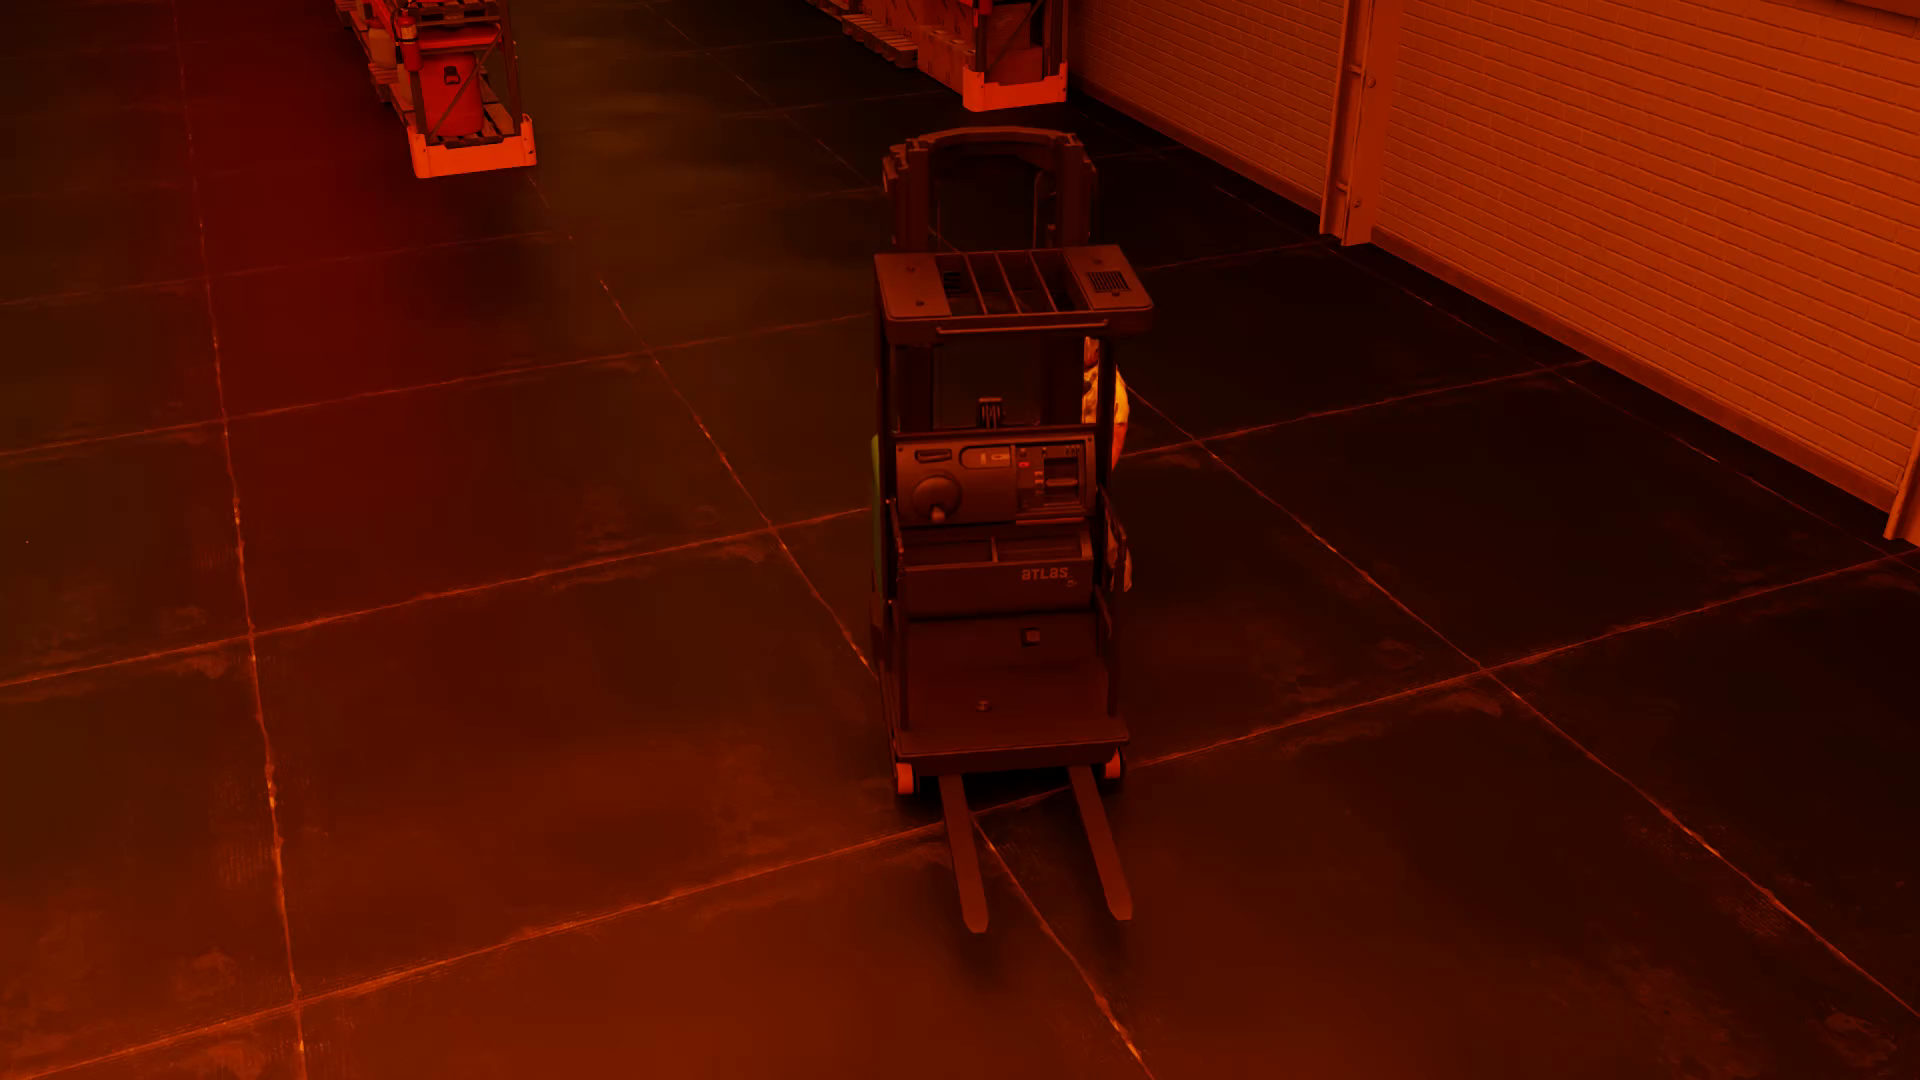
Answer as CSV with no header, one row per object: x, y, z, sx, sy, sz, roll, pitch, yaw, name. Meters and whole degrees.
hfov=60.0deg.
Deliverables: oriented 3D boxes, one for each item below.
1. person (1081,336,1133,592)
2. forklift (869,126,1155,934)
0.673,-0.528,9.442,0.544,1.575,0.850,-13,32,-22,person
0.197,-0.235,7.532,1.130,2.935,3.031,-3,30,-6,forklift
